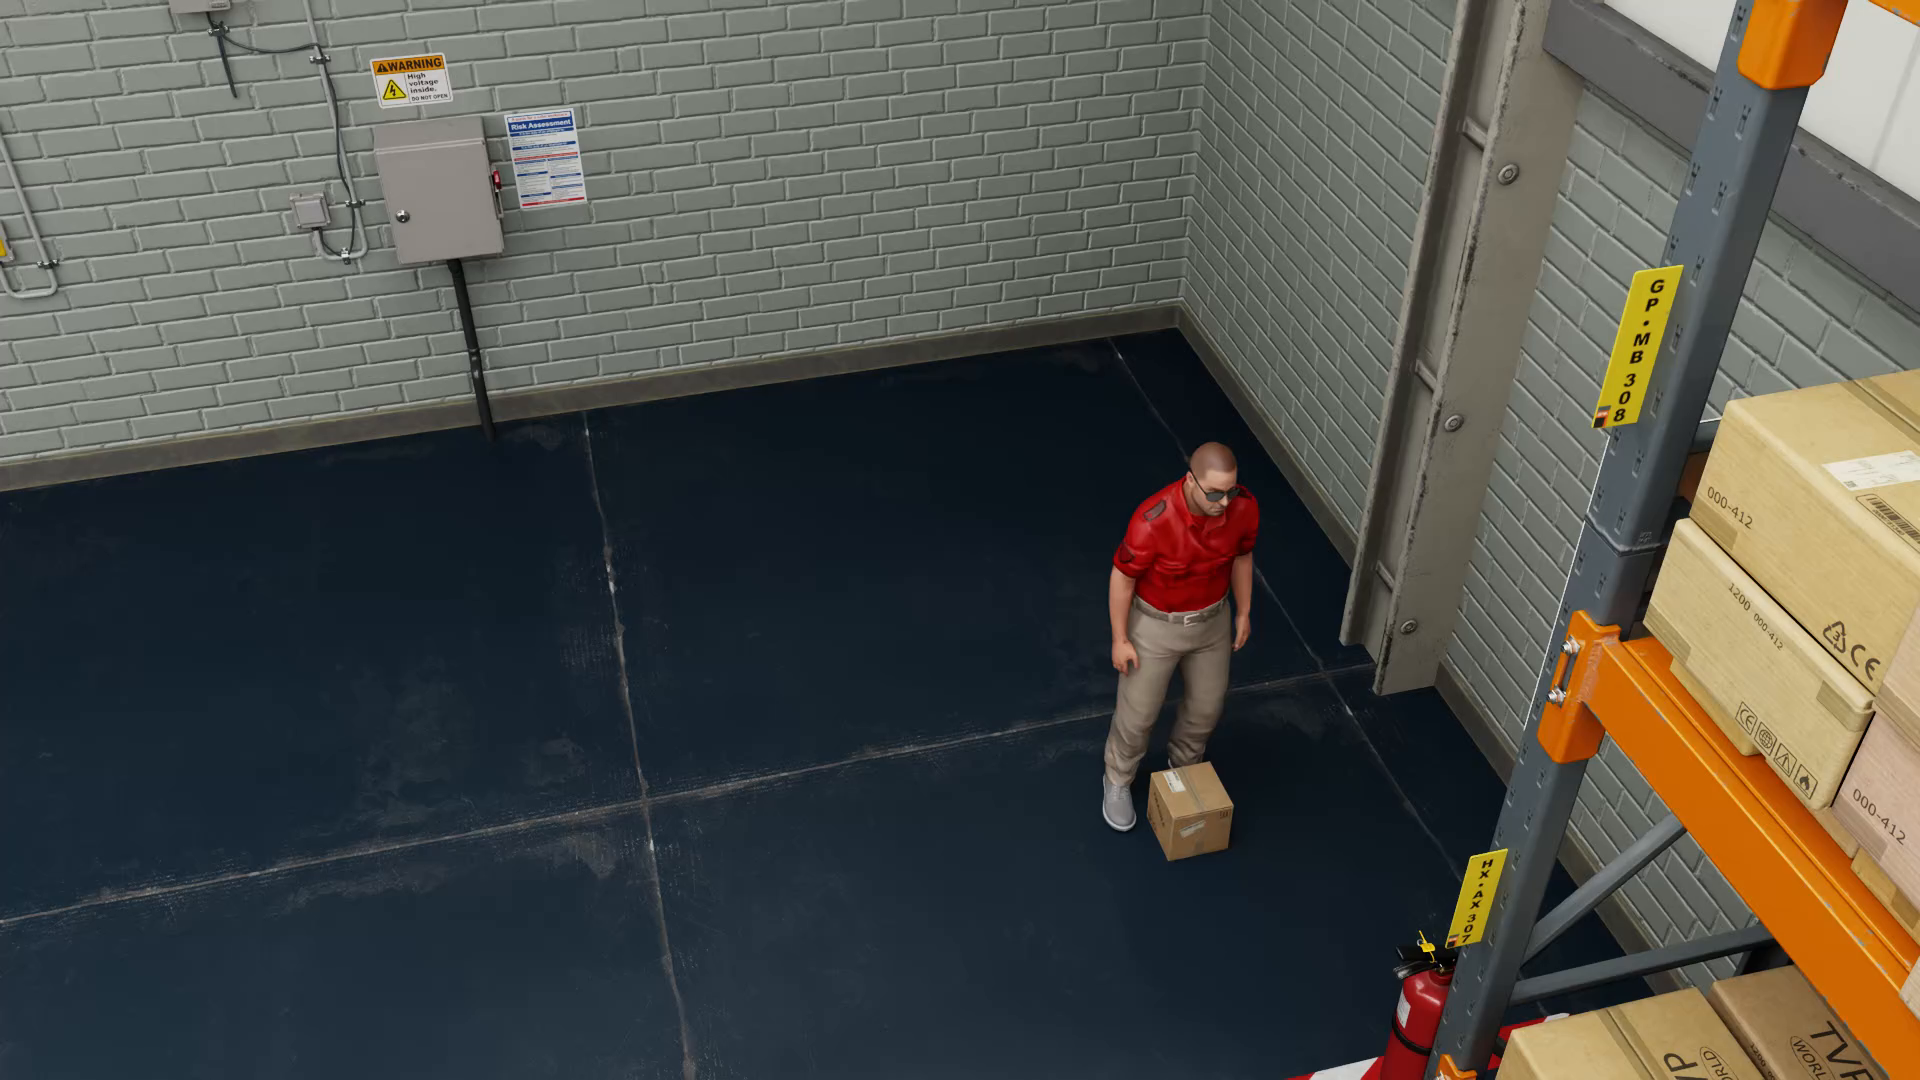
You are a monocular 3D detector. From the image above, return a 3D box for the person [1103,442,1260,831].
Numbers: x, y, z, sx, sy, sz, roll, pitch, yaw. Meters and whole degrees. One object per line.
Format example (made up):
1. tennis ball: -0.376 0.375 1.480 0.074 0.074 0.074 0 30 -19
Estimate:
1. person: 0.835 0.334 6.298 0.599 1.726 0.393 -12 39 -14
